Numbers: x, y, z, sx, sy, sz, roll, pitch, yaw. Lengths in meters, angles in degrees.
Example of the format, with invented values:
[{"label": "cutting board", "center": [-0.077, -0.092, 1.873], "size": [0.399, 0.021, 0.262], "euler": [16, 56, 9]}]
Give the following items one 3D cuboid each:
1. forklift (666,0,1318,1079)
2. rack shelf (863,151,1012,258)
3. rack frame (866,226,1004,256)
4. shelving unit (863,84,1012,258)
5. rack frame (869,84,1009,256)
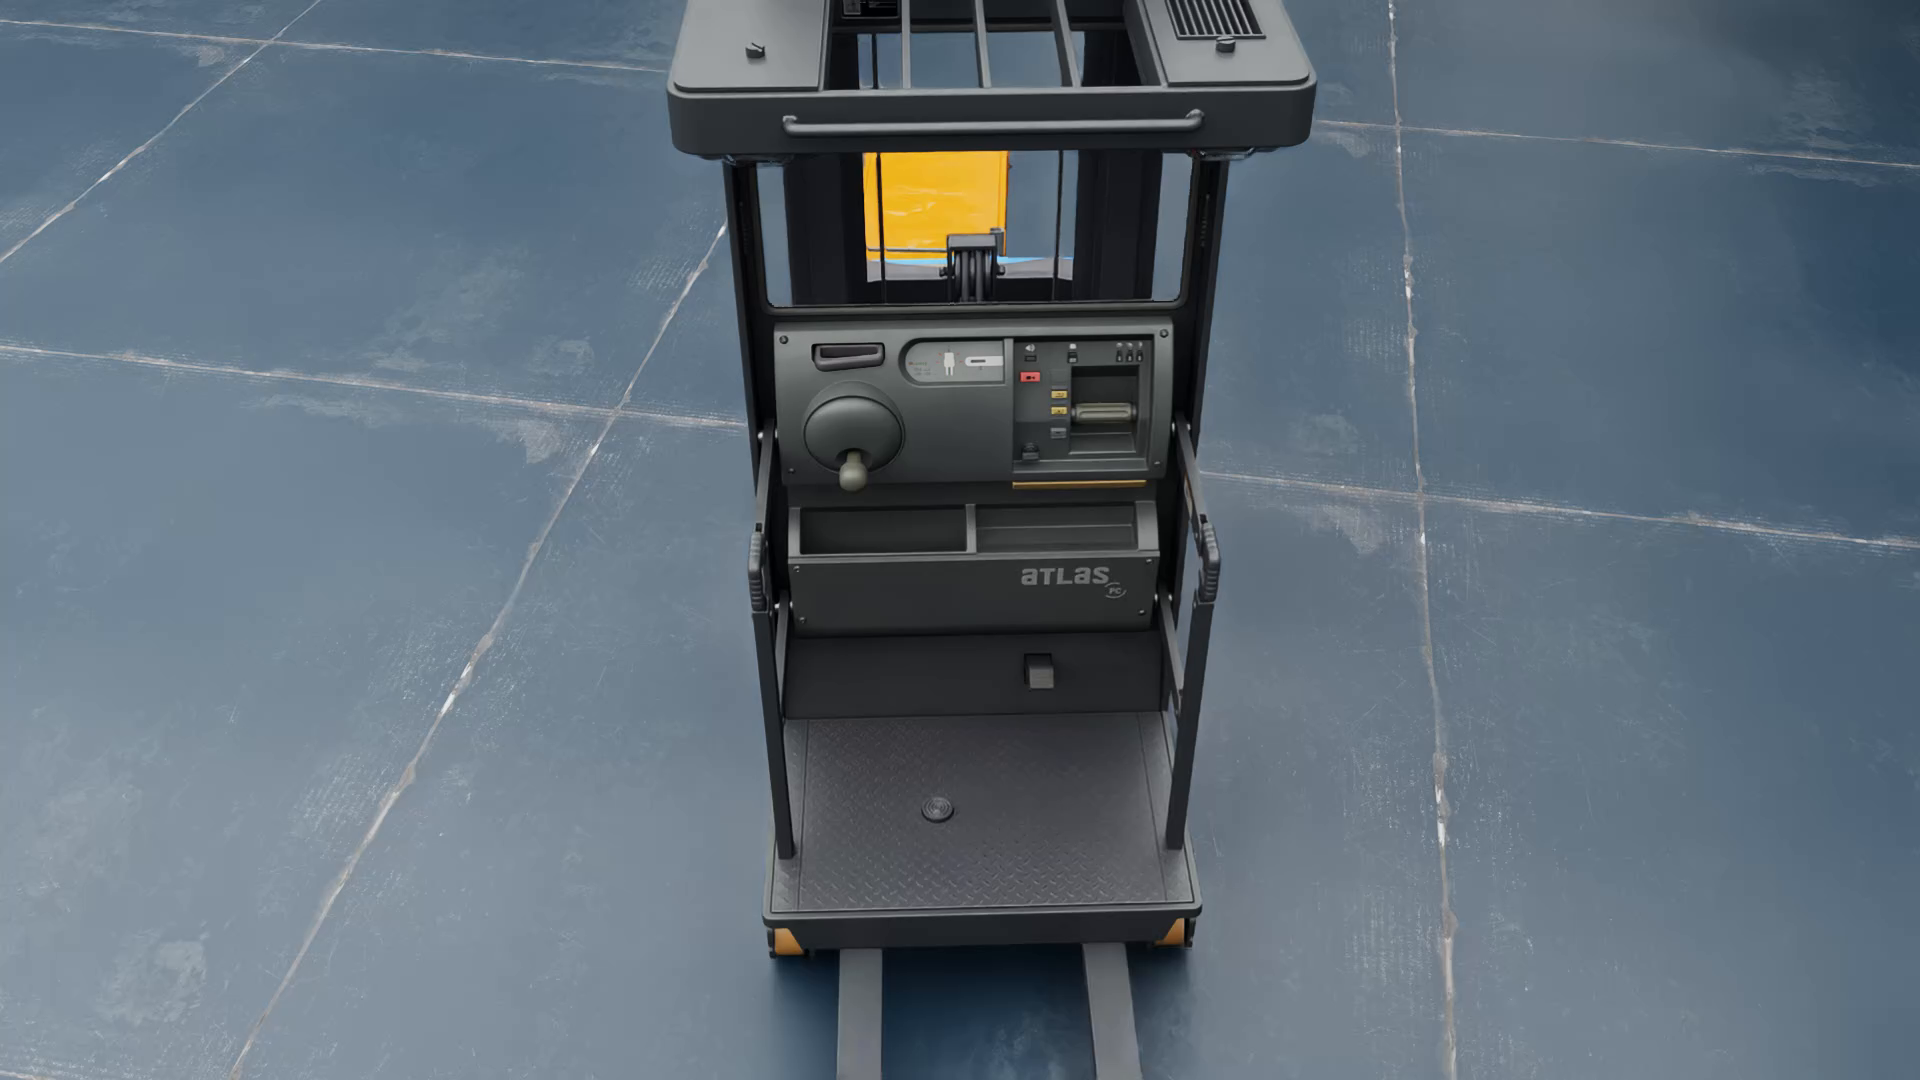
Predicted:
[{"label": "forklift", "center": [0.043, -0.240, 3.740], "size": [1.130, 2.935, 3.031], "euler": [-1, 40, -1]}, {"label": "rack shelf", "center": [-0.095, -1.087, 5.722], "size": [0.538, 0.278, 1.000], "euler": [1, 40, 2]}, {"label": "rack frame", "center": [-0.114, -0.537, 5.517], "size": [0.500, 1.125, 0.032], "euler": [1, 40, 2]}, {"label": "shelving unit", "center": [-0.095, -0.861, 5.909], "size": [0.538, 1.125, 1.048], "euler": [1, 40, 2]}, {"label": "rack frame", "center": [-0.076, -1.185, 6.300], "size": [0.500, 1.125, 0.032], "euler": [1, 40, 2]}]
